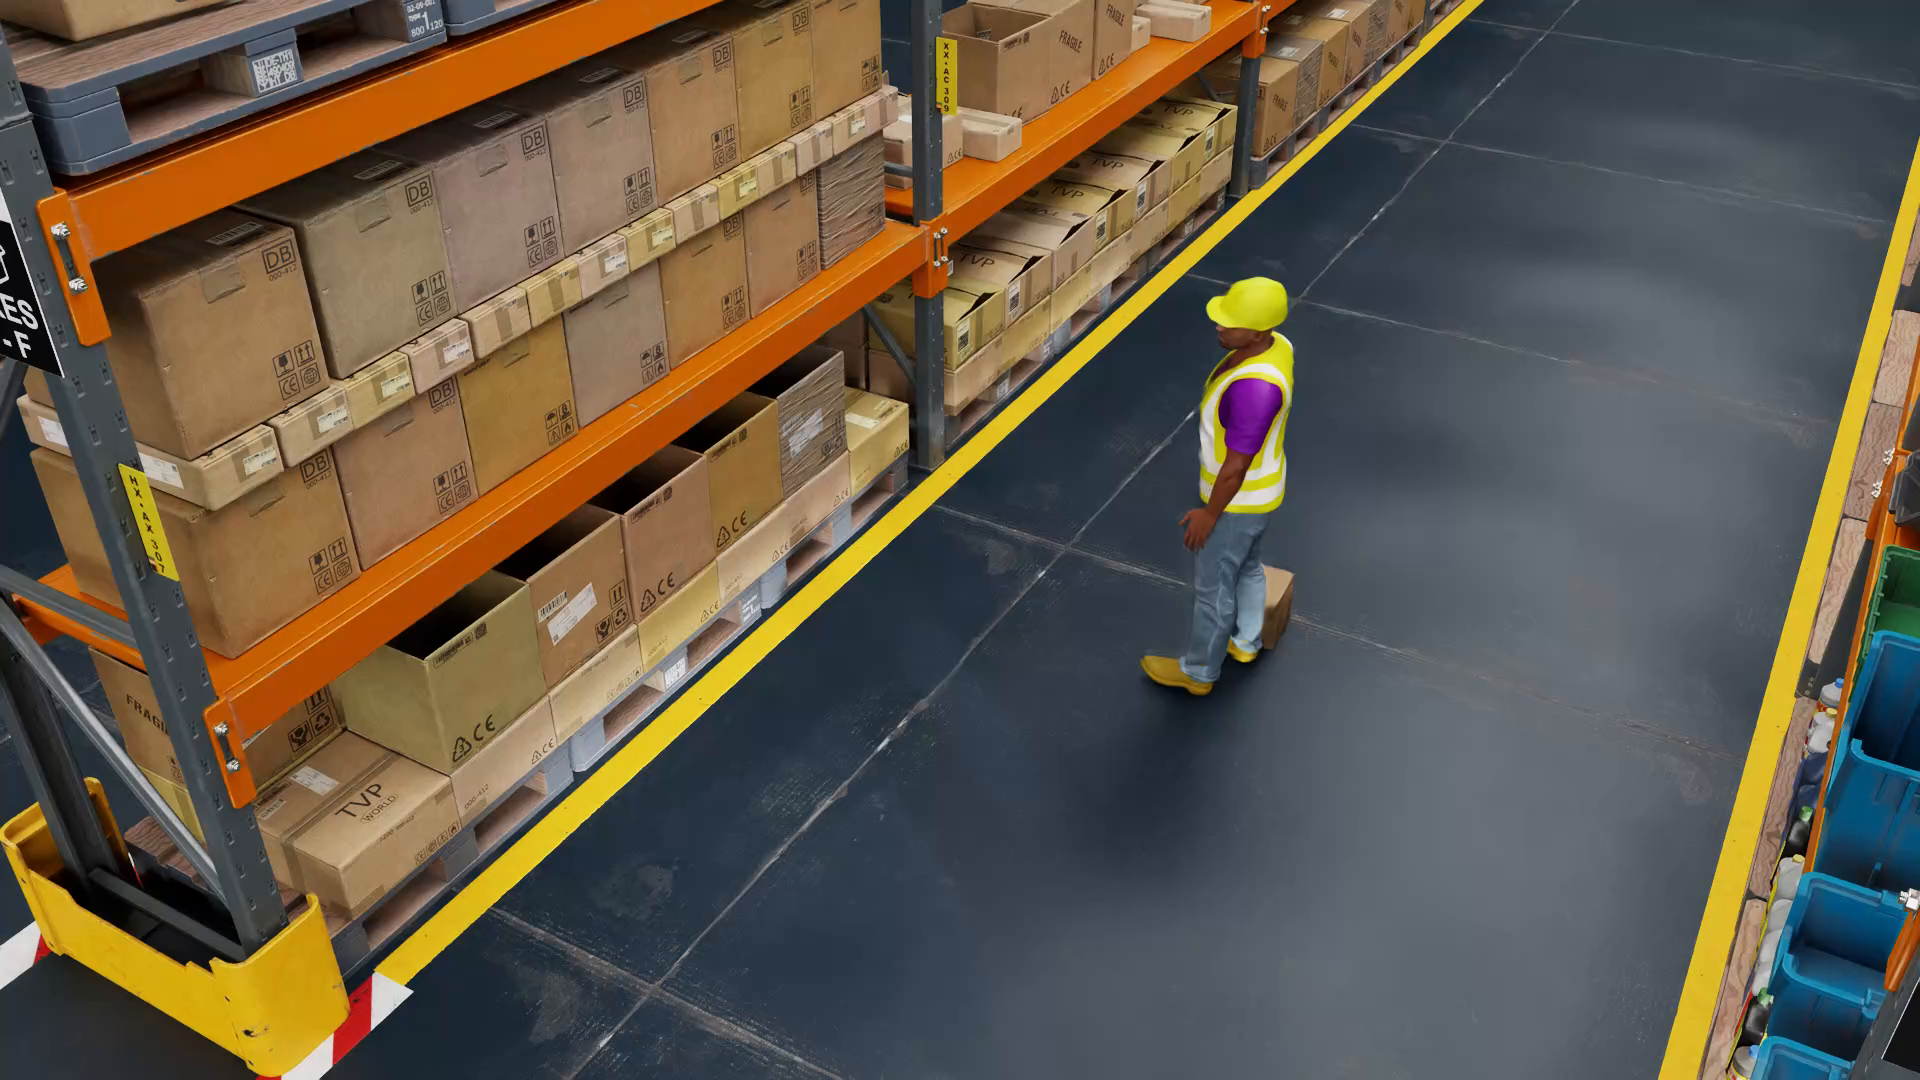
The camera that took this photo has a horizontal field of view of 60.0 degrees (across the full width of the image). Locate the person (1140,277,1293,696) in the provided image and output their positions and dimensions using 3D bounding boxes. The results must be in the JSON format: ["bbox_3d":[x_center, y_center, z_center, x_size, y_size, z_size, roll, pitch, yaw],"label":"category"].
[{"bbox_3d":[1.001,-0.207,6.377,0.484,1.771,0.594,9,35,13],"label":"person"}]
